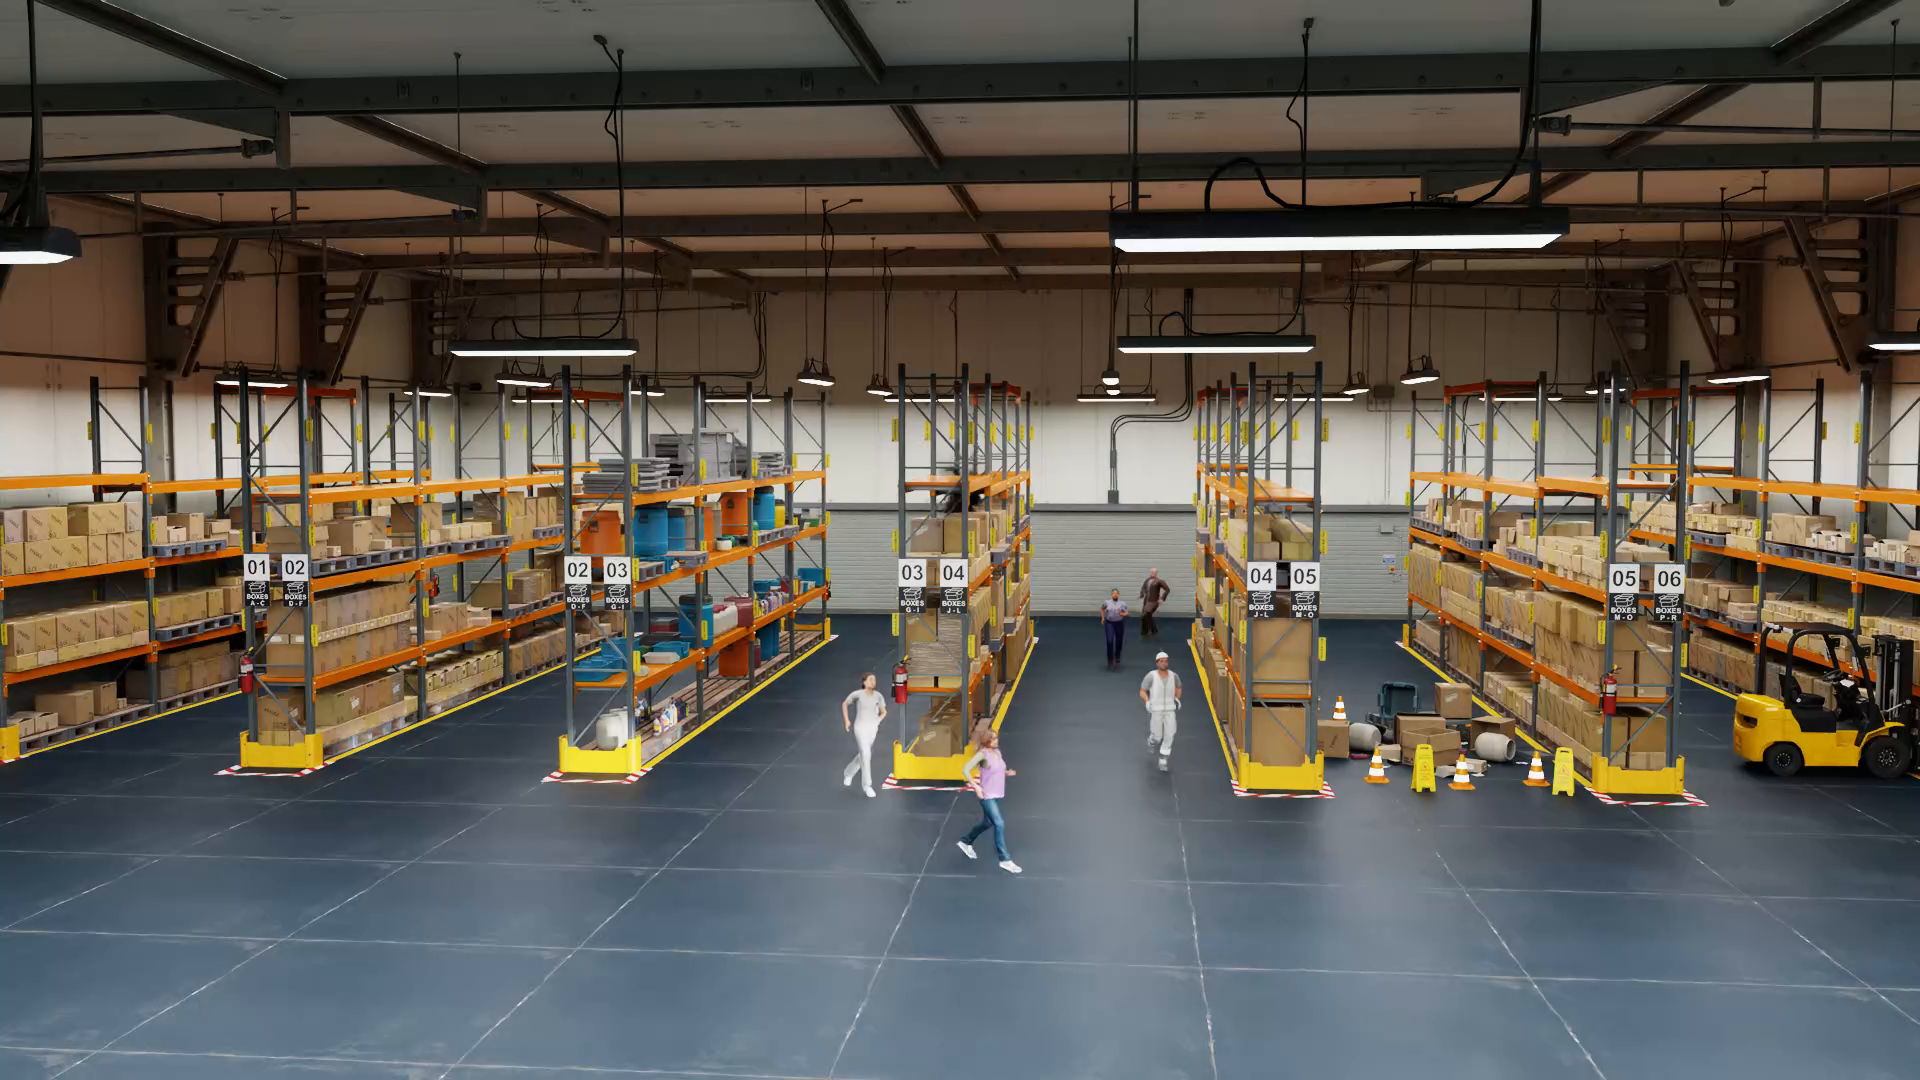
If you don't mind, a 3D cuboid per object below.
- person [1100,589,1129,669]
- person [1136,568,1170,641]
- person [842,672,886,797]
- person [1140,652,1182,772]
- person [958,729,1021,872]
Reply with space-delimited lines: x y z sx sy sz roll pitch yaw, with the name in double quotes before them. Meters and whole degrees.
"person" 3.321 1.882 35.689 0.589 1.688 0.847 0 4 1
"person" 4.651 1.567 40.120 0.756 1.803 0.768 -2 4 -32
"person" -1.291 2.674 23.208 0.590 1.660 0.898 -2 4 -31
"person" 3.017 2.540 24.787 0.653 1.749 0.734 -1 4 -8
"person" 0.332 2.956 19.070 0.879 1.595 0.530 2 4 29
